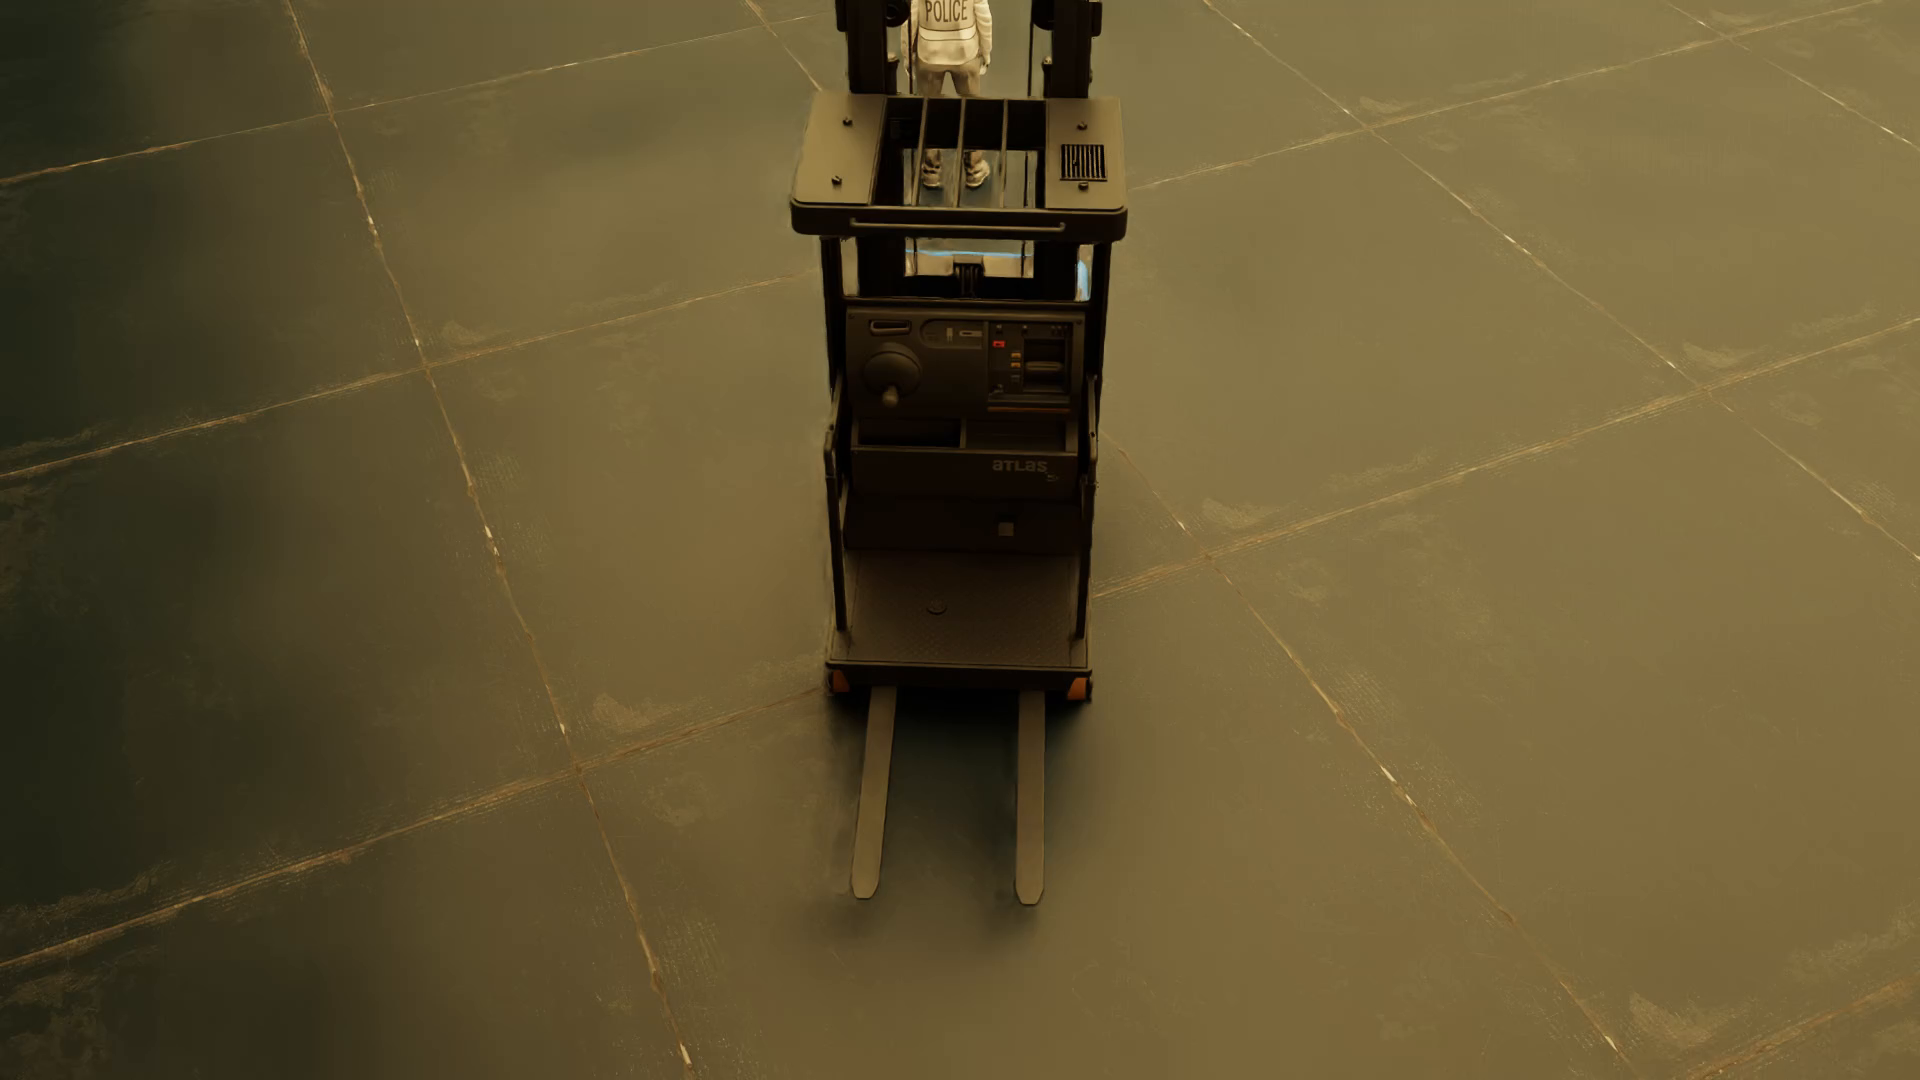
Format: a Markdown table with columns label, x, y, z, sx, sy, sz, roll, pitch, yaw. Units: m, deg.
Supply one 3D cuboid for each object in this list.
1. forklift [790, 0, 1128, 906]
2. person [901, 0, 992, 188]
| label | x | y | z | sx | sy | sz | roll | pitch | yaw |
| --- | --- | --- | --- | --- | --- | --- | --- | --- | --- |
| forklift | 0.012 | -0.617 | 6.341 | 1.130 | 2.935 | 3.031 | 2 | 43 | 2 |
| person | -0.079 | -2.812 | 9.625 | 0.529 | 1.661 | 0.376 | -1 | 43 | -2 |
